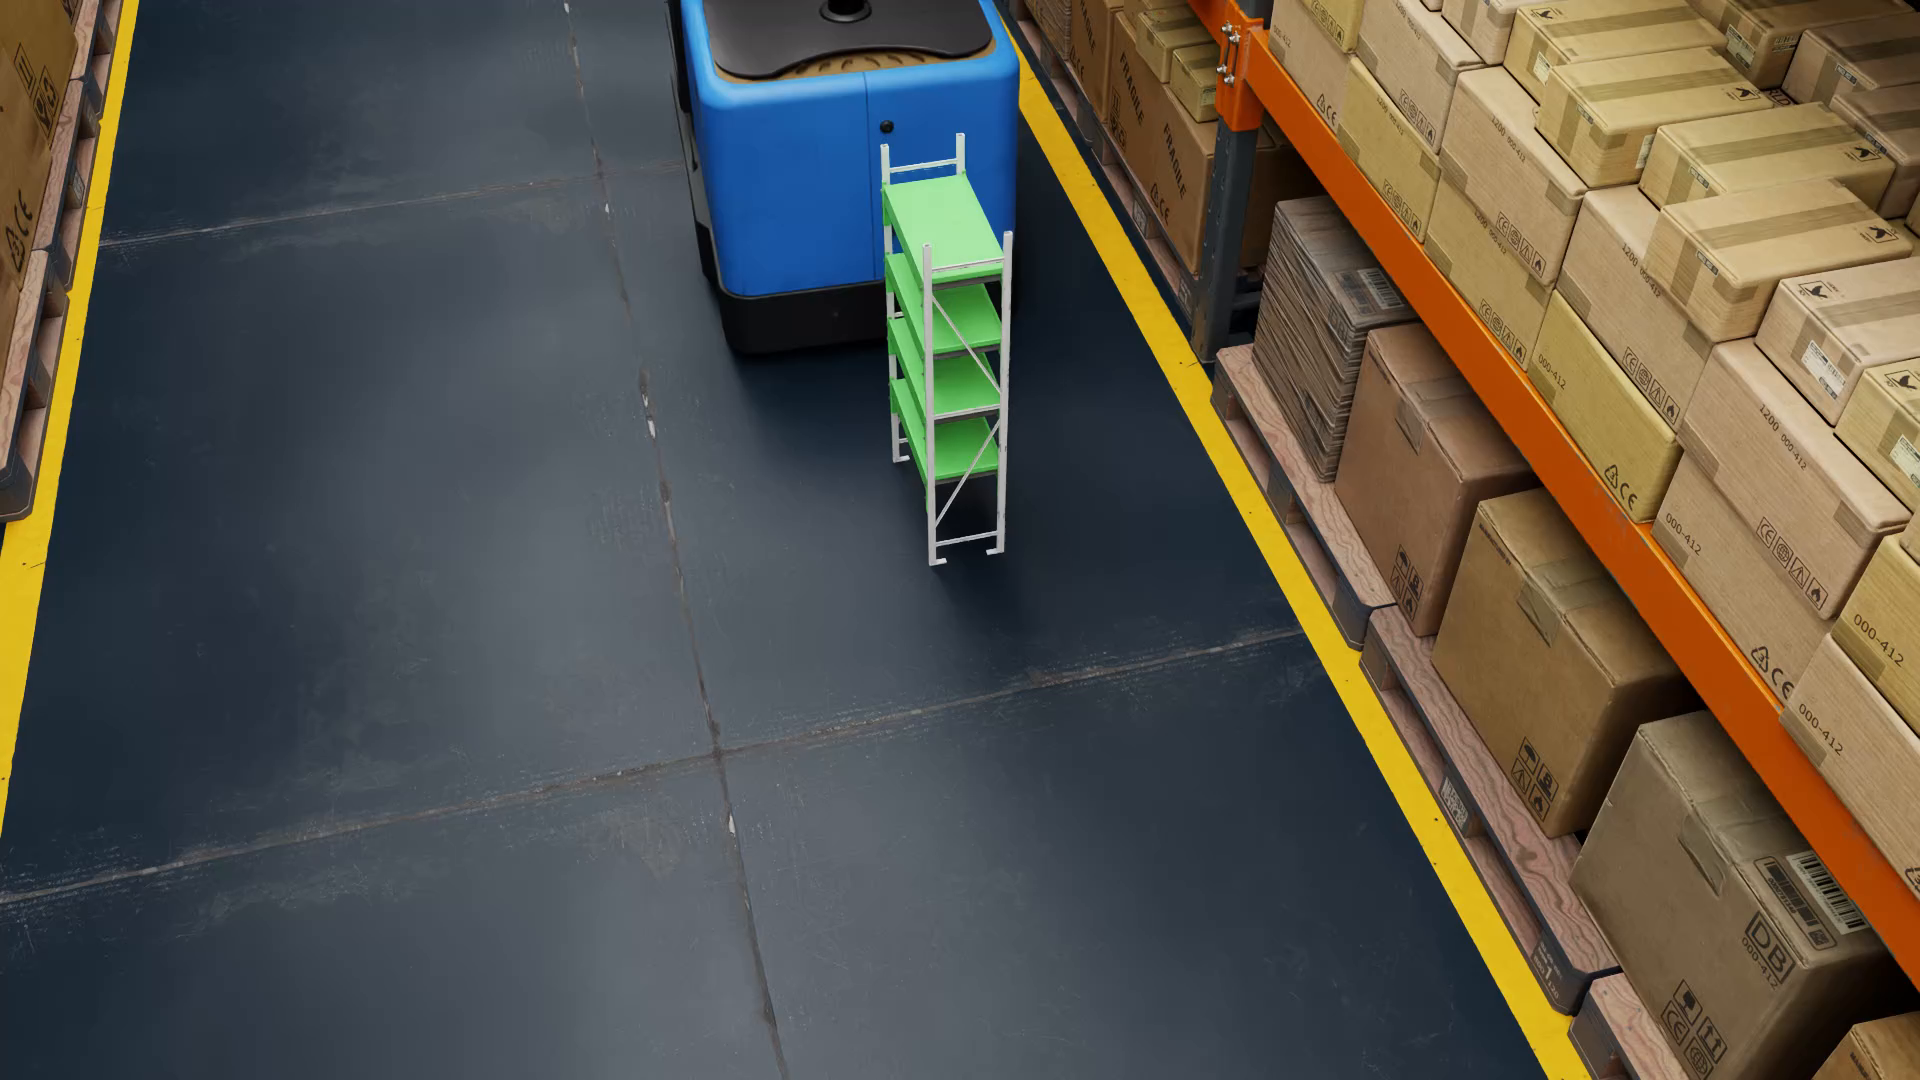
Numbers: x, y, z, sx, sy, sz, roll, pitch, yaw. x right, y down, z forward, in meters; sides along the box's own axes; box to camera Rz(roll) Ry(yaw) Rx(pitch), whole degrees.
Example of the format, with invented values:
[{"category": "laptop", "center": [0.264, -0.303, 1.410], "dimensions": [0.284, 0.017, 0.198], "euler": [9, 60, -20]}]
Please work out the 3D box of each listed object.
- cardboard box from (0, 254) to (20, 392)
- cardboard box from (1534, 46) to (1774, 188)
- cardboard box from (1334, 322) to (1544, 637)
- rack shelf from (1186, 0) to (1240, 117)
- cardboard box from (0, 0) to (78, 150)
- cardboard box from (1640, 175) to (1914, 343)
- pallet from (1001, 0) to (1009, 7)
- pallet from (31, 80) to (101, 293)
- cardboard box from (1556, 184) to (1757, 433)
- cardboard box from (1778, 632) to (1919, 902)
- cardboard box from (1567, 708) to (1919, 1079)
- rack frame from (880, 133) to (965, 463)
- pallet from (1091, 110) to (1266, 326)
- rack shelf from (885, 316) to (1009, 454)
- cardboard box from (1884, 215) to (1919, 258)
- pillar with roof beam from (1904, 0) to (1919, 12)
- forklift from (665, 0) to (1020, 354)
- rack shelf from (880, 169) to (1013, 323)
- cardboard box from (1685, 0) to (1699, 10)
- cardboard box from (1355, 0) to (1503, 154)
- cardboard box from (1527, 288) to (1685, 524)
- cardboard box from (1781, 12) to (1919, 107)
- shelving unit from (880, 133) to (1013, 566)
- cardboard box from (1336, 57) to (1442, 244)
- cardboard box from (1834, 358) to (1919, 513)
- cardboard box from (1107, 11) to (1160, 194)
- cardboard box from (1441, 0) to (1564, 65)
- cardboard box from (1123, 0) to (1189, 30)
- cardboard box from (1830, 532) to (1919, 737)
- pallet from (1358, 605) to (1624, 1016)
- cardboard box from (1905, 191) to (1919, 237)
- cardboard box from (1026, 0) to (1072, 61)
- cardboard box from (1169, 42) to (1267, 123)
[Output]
[{"category": "cardboard box", "center": [-3.576, -0.779, 5.107], "dimensions": [0.875, 0.875, 0.875], "euler": [-11, 47, -11]}, {"category": "cardboard box", "center": [1.455, -0.893, 3.501], "dimensions": [0.380, 0.149, 0.250], "euler": [-10, 46, -9]}, {"category": "cardboard box", "center": [1.639, -0.227, 4.741], "dimensions": [0.875, 0.625, 0.625], "euler": [-9, 46, -9]}, {"category": "rack shelf", "center": [0.806, -2.923, 6.518], "dimensions": [1.077, 0.370, 4.000], "euler": [-11, 47, -10]}, {"category": "cardboard box", "center": [-4.029, -2.013, 6.316], "dimensions": [0.875, 0.875, 0.875], "euler": [-9, 46, -9]}, {"category": "cardboard box", "center": [1.541, -0.535, 3.150], "dimensions": [0.380, 0.149, 0.250], "euler": [-12, 47, -11]}, {"category": "pallet", "center": [0.538, -3.025, 8.067], "dimensions": [1.003, 0.211, 1.213], "euler": [-11, 47, -10]}, {"category": "pallet", "center": [-3.917, -1.307, 6.383], "dimensions": [1.003, 0.211, 1.213], "euler": [-11, 47, -10]}, {"category": "cardboard box", "center": [1.594, -0.507, 3.401], "dimensions": [0.500, 0.250, 0.500], "euler": [-10, 46, -10]}, {"category": "cardboard box", "center": [1.826, 0.374, 2.888], "dimensions": [0.500, 0.250, 0.500], "euler": [-11, 47, -11]}, {"category": "cardboard box", "center": [2.006, 0.756, 3.777], "dimensions": [0.875, 0.625, 0.625], "euler": [-11, 47, -11]}, {"category": "rack frame", "center": [-0.105, -0.703, 5.099], "dimensions": [0.240, 1.200, 0.015], "euler": [-11, 47, -10]}, {"category": "pallet", "center": [1.163, -1.340, 6.416], "dimensions": [1.003, 0.211, 1.213], "euler": [-11, 47, -10]}, {"category": "rack shelf", "center": [-0.042, -0.490, 4.979], "dimensions": [0.258, 0.148, 0.480], "euler": [-11, 47, -10]}, {"category": "cardboard box", "center": [2.081, -0.609, 3.502], "dimensions": [0.500, 0.250, 0.500], "euler": [-12, 47, -11]}, {"category": "pillar with roof beam", "center": [-1.639, -2.371, 1.273], "dimensions": [9.100, 9.000, 0.400], "euler": [-11, 47, -10]}, {"category": "forklift", "center": [-0.601, -2.744, 5.886], "dimensions": [1.130, 2.935, 3.031], "euler": [-9, 46, -8]}, {"category": "rack shelf", "center": [-0.042, -0.825, 4.636], "dimensions": [0.258, 0.148, 0.480], "euler": [-11, 47, -10]}, {"category": "cardboard box", "center": [1.909, -1.362, 3.960], "dimensions": [0.380, 0.149, 0.250], "euler": [-12, 47, -11]}, {"category": "cardboard box", "center": [1.322, -1.220, 4.100], "dimensions": [0.500, 0.250, 0.500], "euler": [-9, 46, -9]}, {"category": "cardboard box", "center": [1.589, -0.330, 3.578], "dimensions": [0.500, 0.250, 0.500], "euler": [-9, 46, -9]}, {"category": "cardboard box", "center": [2.045, -1.010, 3.615], "dimensions": [0.380, 0.149, 0.250], "euler": [-11, 47, -11]}, {"category": "shelving unit", "center": [-0.042, -0.534, 4.933], "dimensions": [0.258, 1.200, 0.503], "euler": [-11, 47, -10]}, {"category": "cardboard box", "center": [1.319, -1.042, 4.276], "dimensions": [0.500, 0.250, 0.500], "euler": [-12, 47, -11]}, {"category": "cardboard box", "center": [1.742, -0.193, 2.815], "dimensions": [0.380, 0.149, 0.250], "euler": [-12, 47, -11]}, {"category": "cardboard box", "center": [0.884, -1.666, 6.239], "dimensions": [0.500, 0.500, 0.500], "euler": [-11, 47, -11]}, {"category": "cardboard box", "center": [1.354, -1.247, 3.848], "dimensions": [0.380, 0.149, 0.250], "euler": [-10, 46, -10]}, {"category": "cardboard box", "center": [0.822, -1.960, 6.073], "dimensions": [0.380, 0.149, 0.250], "euler": [-12, 47, -12]}, {"category": "cardboard box", "center": [1.830, 0.199, 2.710], "dimensions": [0.500, 0.250, 0.500], "euler": [-12, 47, -11]}, {"category": "pallet", "center": [1.799, 0.598, 4.516], "dimensions": [1.003, 0.211, 1.213], "euler": [-11, 47, -10]}, {"category": "cardboard box", "center": [2.114, -0.637, 3.250], "dimensions": [0.380, 0.149, 0.250], "euler": [-10, 46, -10]}, {"category": "cardboard box", "center": [0.596, -2.382, 6.941], "dimensions": [0.500, 0.500, 0.500], "euler": [-12, 47, -12]}, {"category": "cardboard box", "center": [0.946, -1.588, 5.708], "dimensions": [0.380, 0.149, 0.250], "euler": [-13, 47, -12]}]
